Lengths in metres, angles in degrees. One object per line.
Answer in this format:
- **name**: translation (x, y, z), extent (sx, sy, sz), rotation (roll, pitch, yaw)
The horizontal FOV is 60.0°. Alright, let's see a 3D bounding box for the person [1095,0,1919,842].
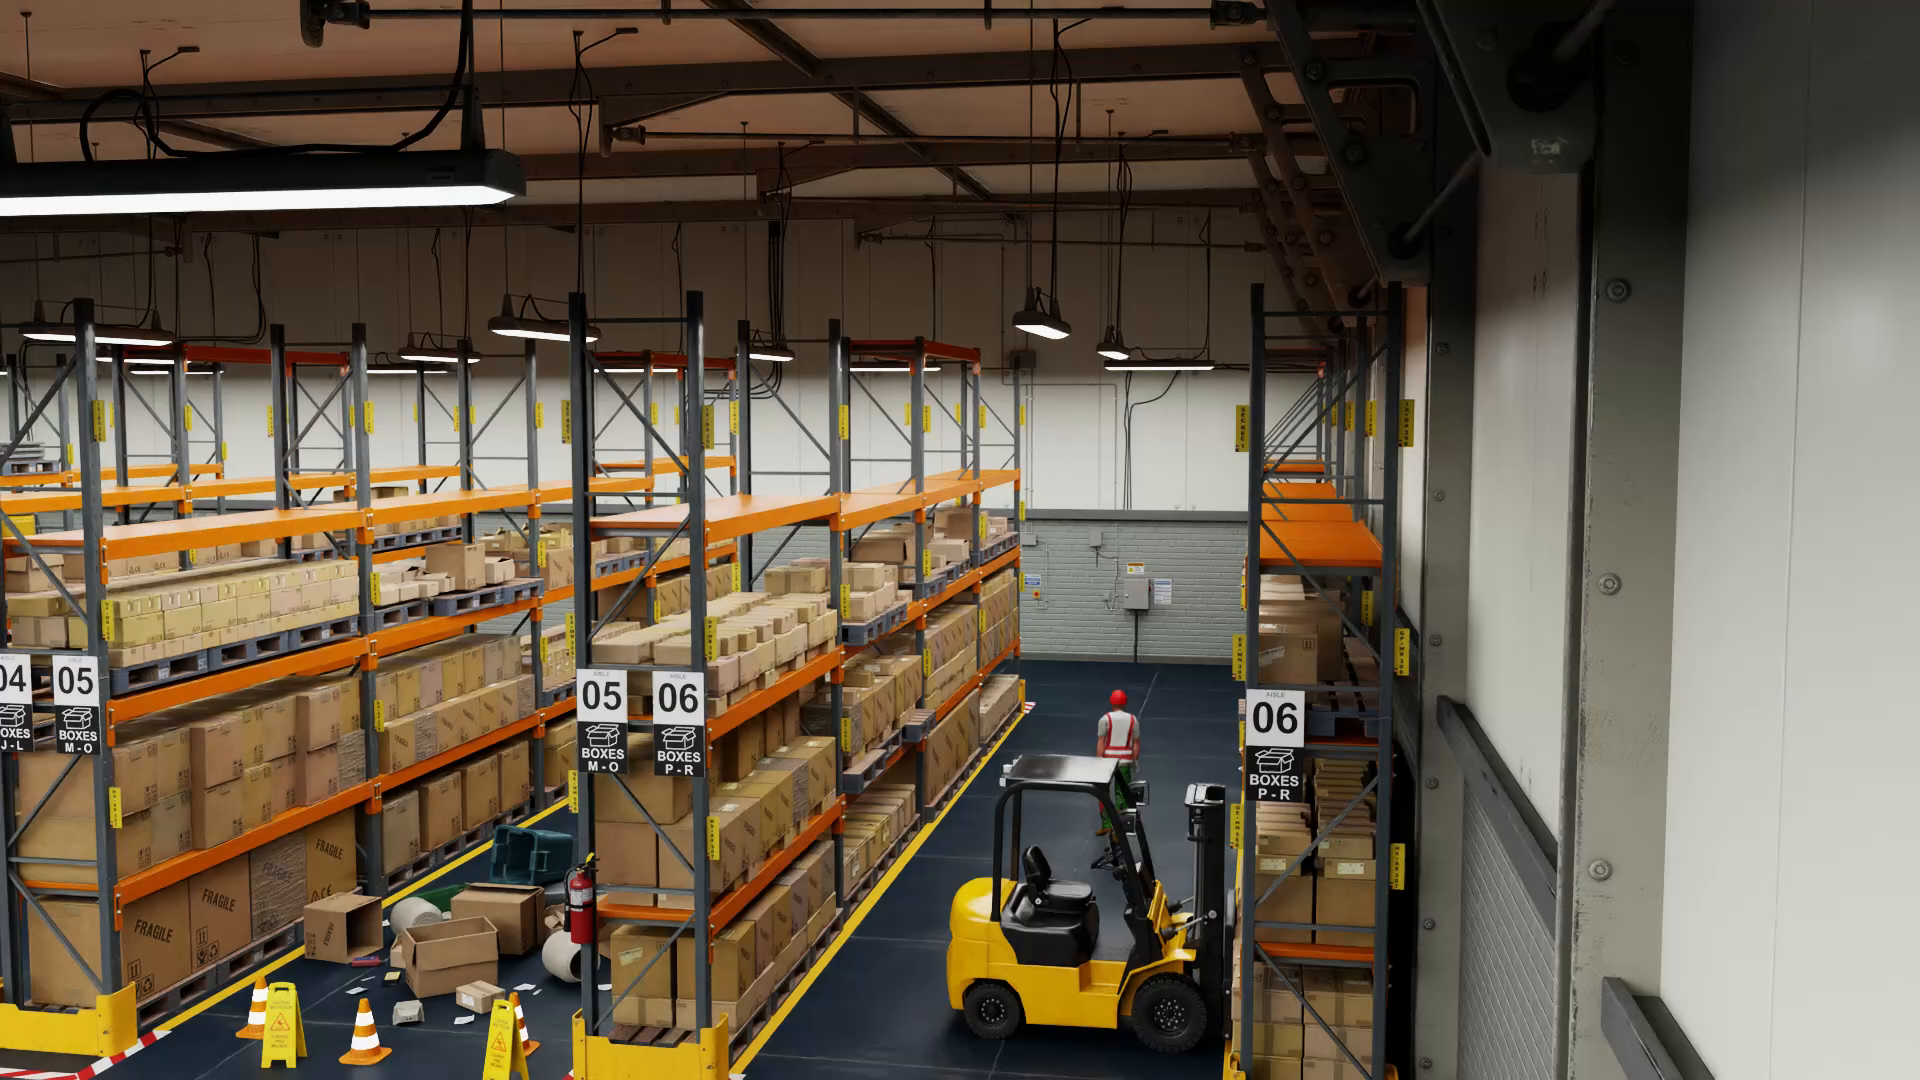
- **person**: translation (1.808, -0.134, 9.993), extent (1.507, 9.013, 19.612), rotation (0, 5, -2)
